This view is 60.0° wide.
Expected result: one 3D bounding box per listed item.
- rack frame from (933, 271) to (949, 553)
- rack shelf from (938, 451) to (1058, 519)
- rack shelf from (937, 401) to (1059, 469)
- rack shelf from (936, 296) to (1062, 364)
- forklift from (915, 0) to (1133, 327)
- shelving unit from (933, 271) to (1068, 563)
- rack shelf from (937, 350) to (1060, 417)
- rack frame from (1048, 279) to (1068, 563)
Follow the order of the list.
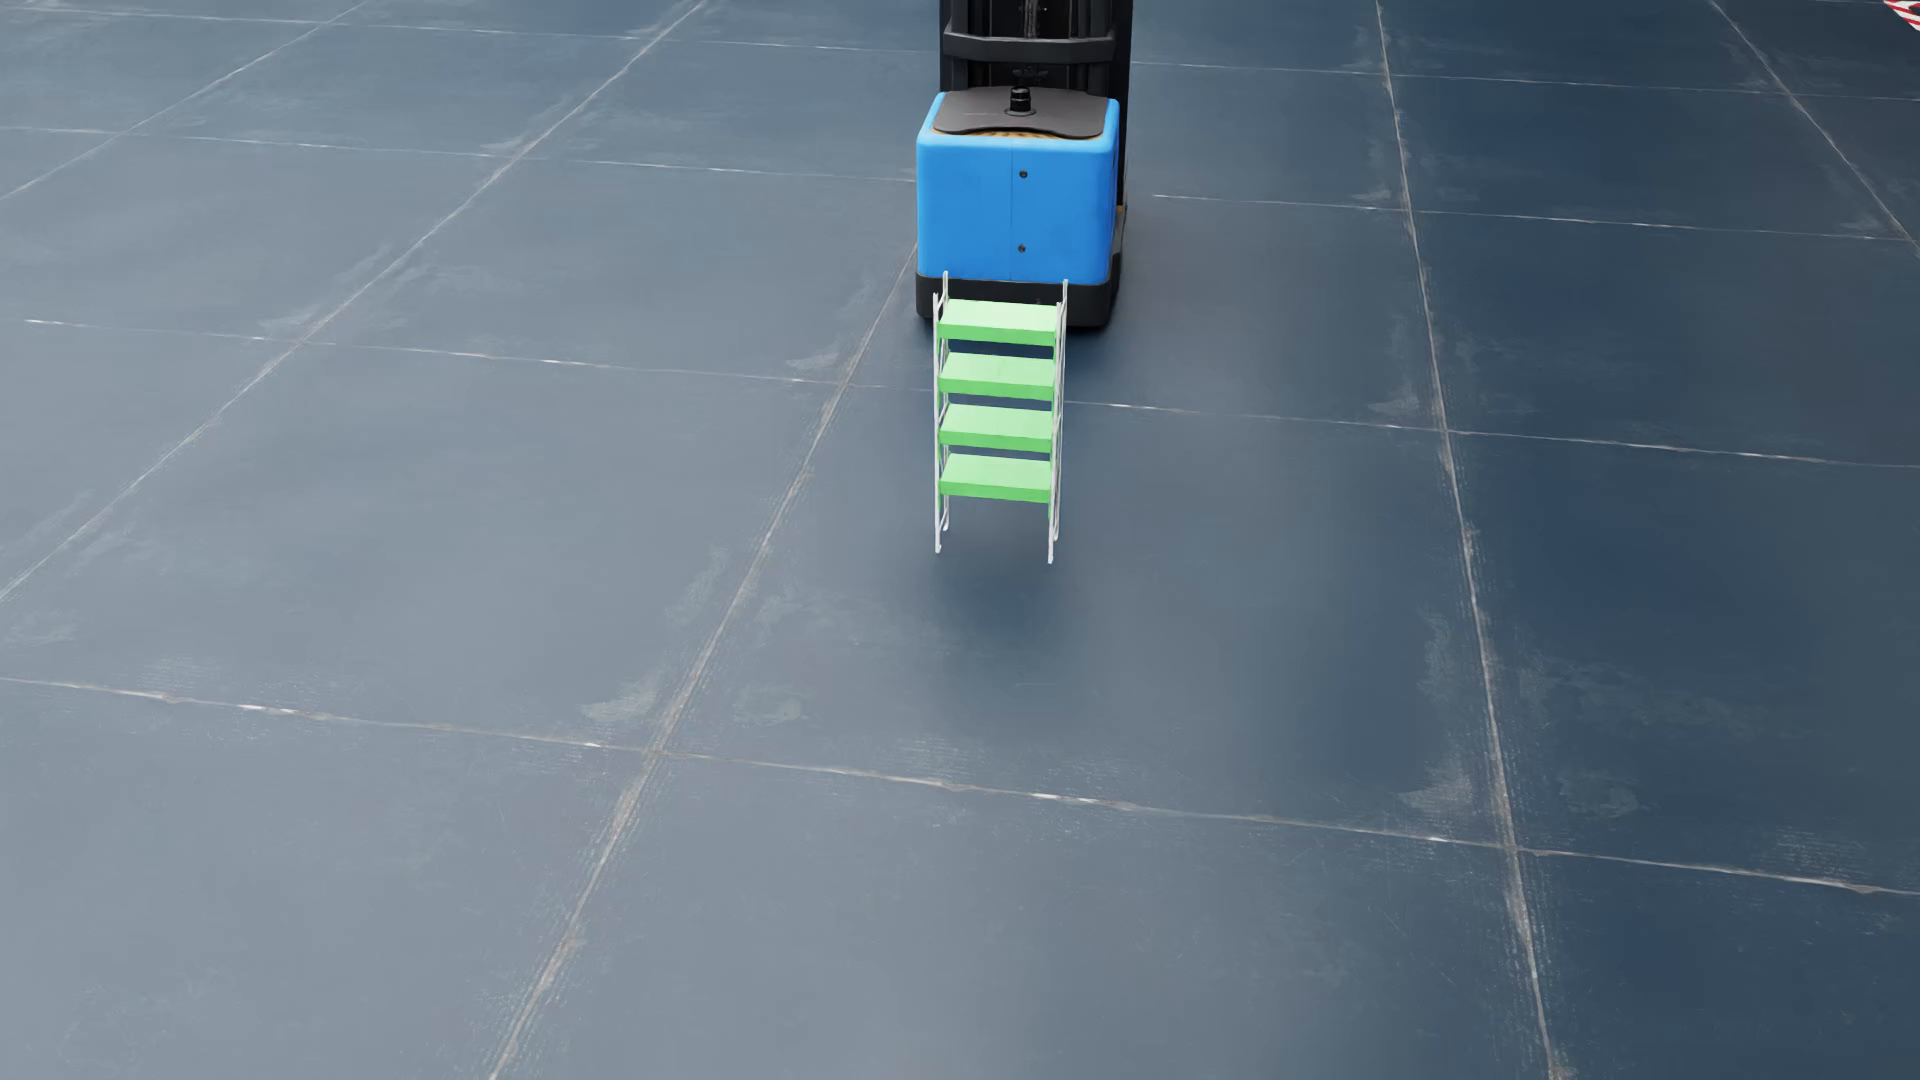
[{"bbox_3d":[-0.077,-0.516,6.943,0.015,1.200,0.240,5,32,8],"label":"rack frame"},{"bbox_3d":[0.163,-0.236,7.069,0.480,0.148,0.258,5,32,8],"label":"rack shelf"},{"bbox_3d":[0.163,-0.440,6.942,0.480,0.148,0.258,5,32,8],"label":"rack shelf"},{"bbox_3d":[0.163,-0.847,6.687,0.480,0.148,0.258,5,32,8],"label":"rack shelf"},{"bbox_3d":[0.459,-3.153,9.525,1.130,2.935,3.031,4,32,6],"label":"forklift"},{"bbox_3d":[0.163,-0.494,6.908,0.503,1.200,0.258,5,32,8],"label":"shelving unit"},{"bbox_3d":[0.163,-0.643,6.815,0.480,0.148,0.258,5,32,8],"label":"rack shelf"},{"bbox_3d":[0.404,-0.472,6.873,0.015,1.200,0.240,5,32,8],"label":"rack frame"}]
